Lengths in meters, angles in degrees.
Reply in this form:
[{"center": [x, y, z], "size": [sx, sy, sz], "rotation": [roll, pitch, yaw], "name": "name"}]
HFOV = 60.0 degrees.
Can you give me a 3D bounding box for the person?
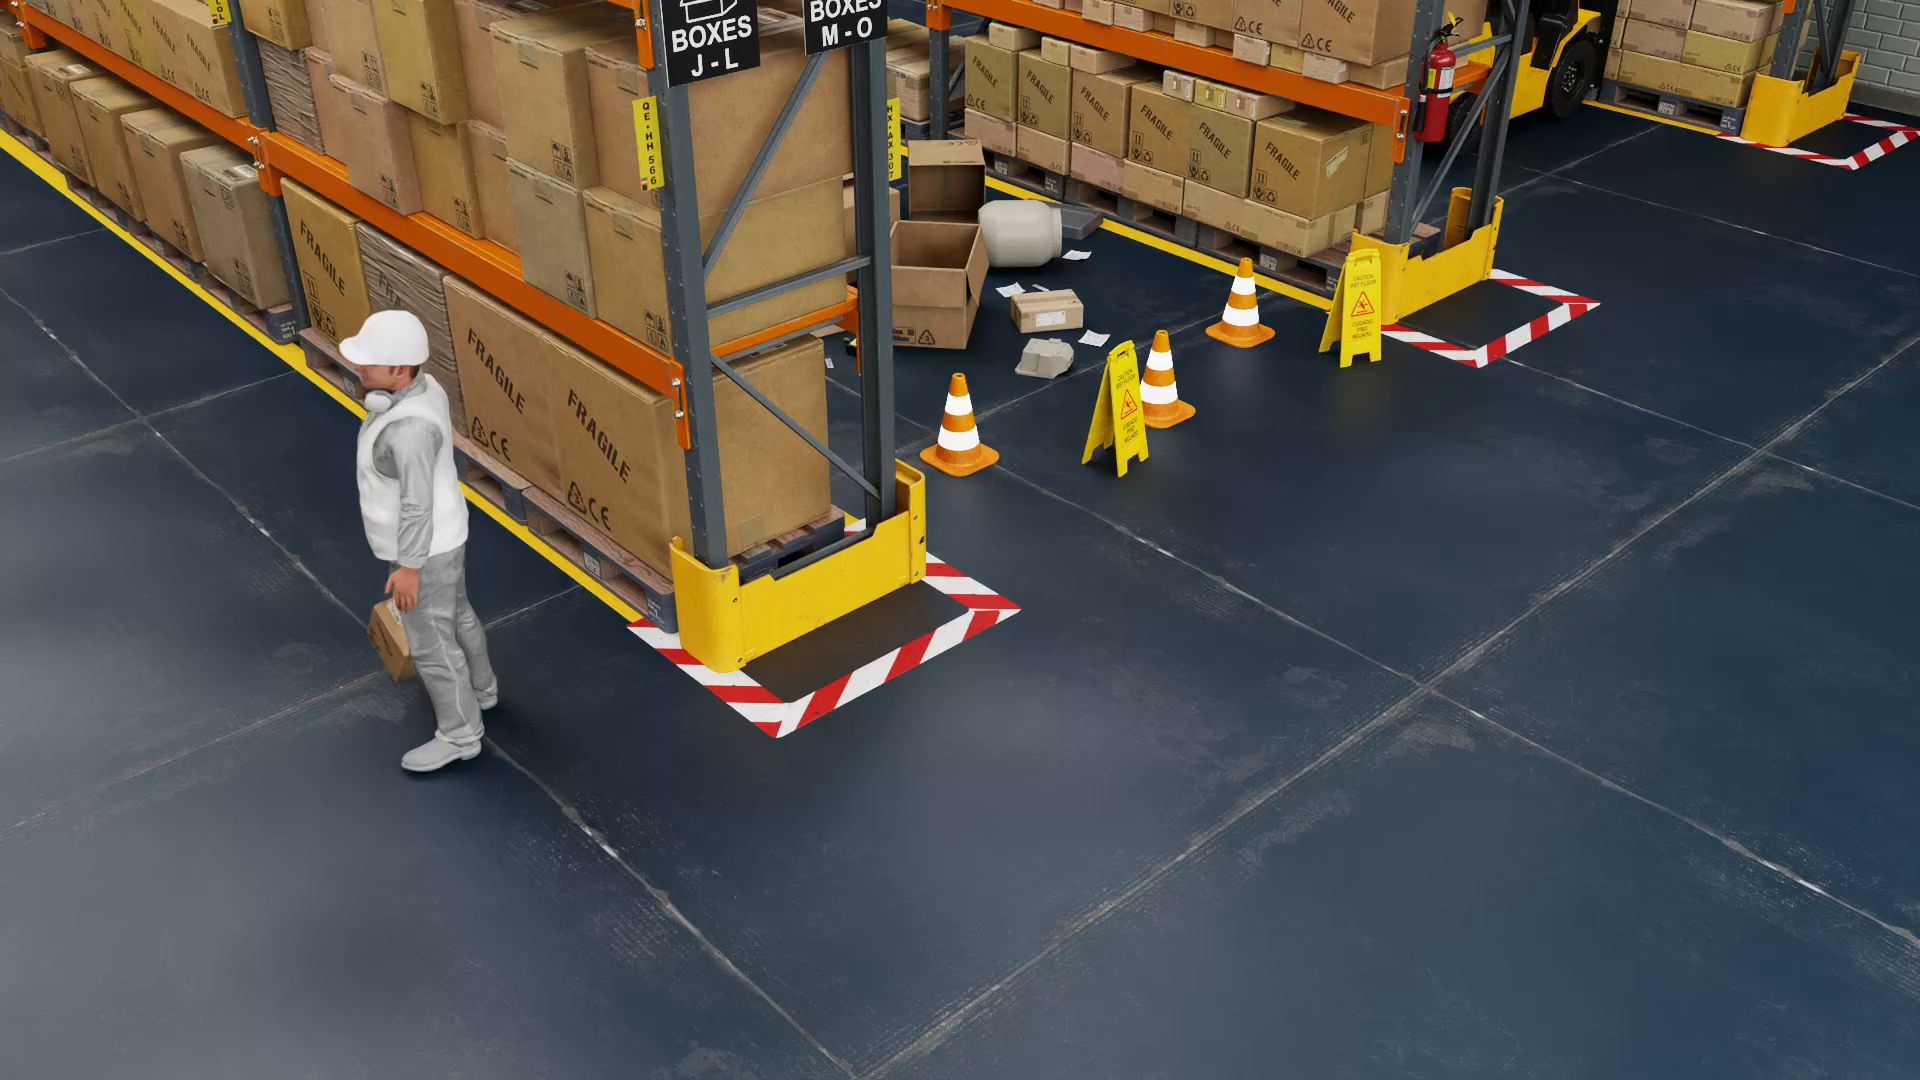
[{"center": [-1.997, -0.014, 6.093], "size": [0.382, 1.782, 0.612], "rotation": [-7, 32, -11], "name": "person"}]
